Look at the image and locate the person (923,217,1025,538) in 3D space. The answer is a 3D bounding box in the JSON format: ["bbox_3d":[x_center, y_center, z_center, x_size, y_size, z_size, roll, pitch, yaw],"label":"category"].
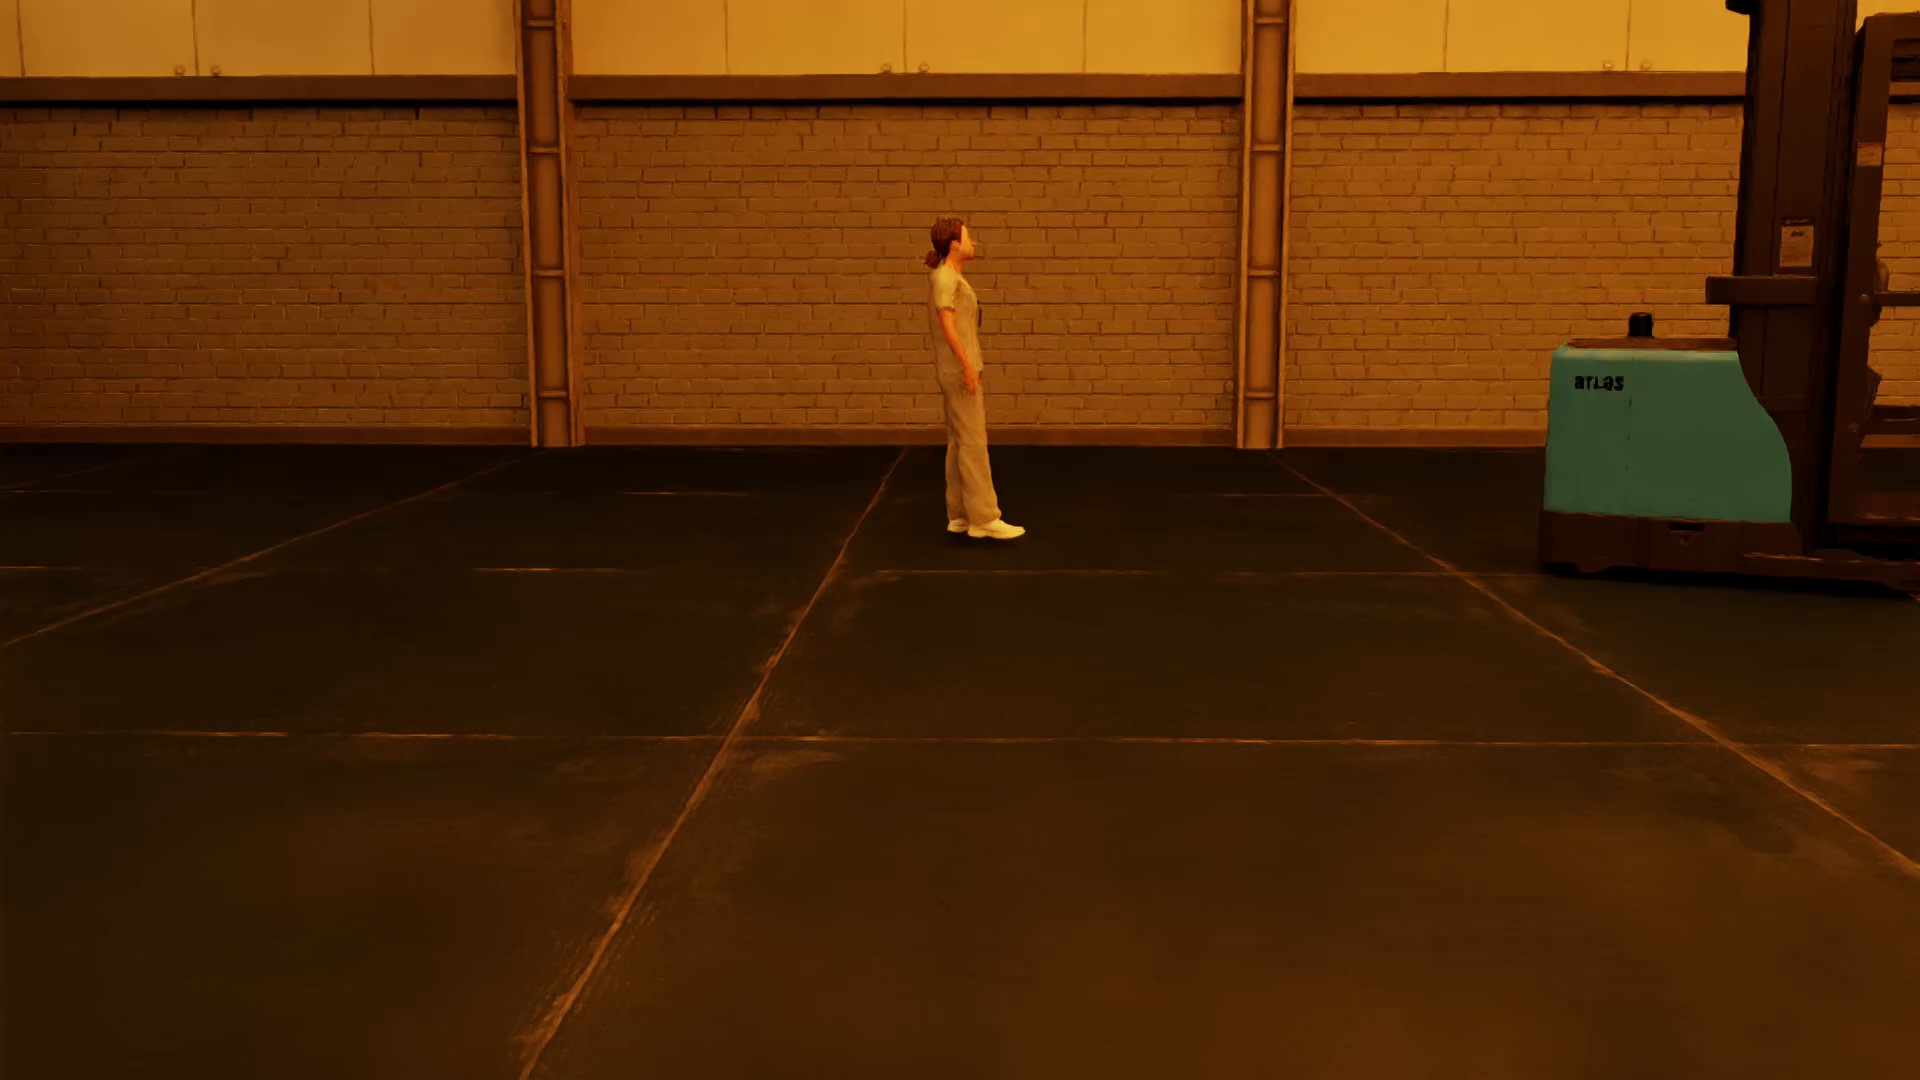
[{"bbox_3d":[0.073,-0.872,8.854,0.549,1.673,0.550,0,9,1],"label":"person"}]

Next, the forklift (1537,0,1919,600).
[{"bbox_3d":[4.324,-1.265,7.579,3.031,2.935,1.130,3,9,21],"label":"forklift"}]
